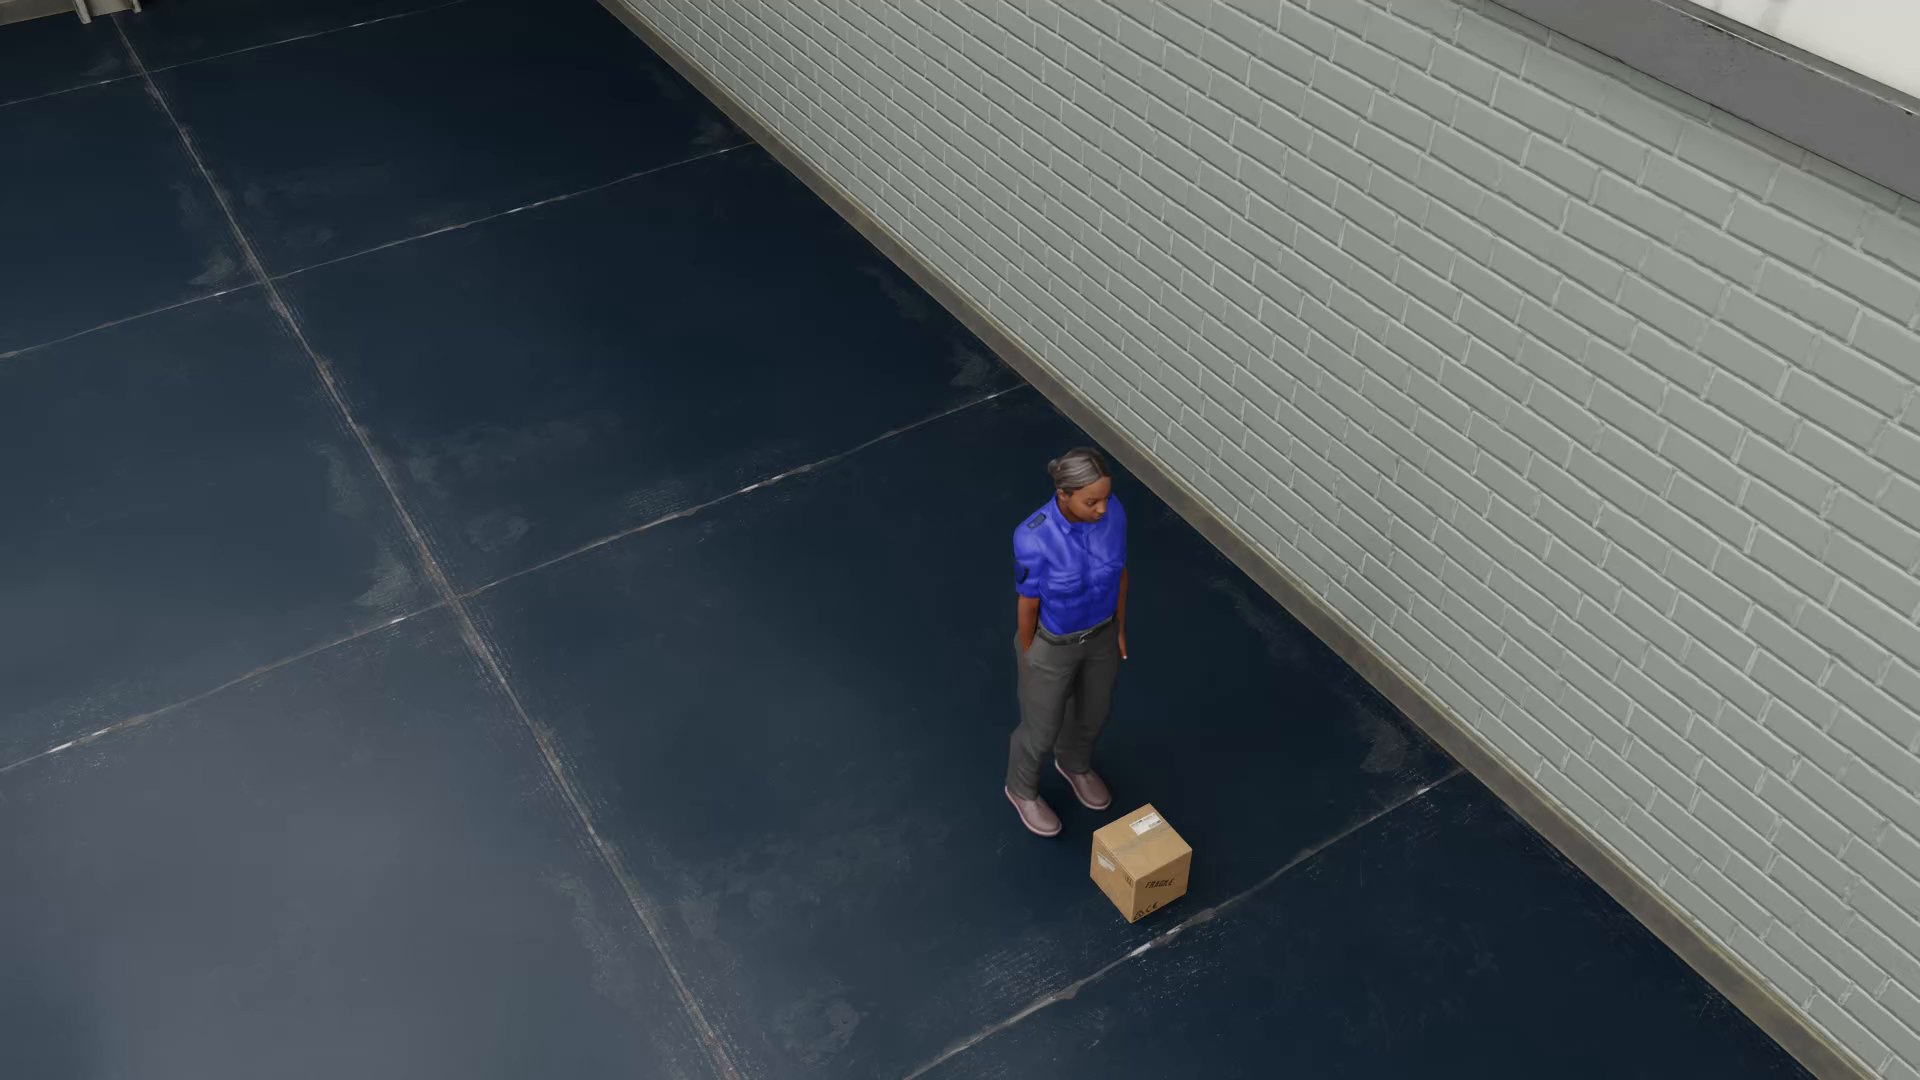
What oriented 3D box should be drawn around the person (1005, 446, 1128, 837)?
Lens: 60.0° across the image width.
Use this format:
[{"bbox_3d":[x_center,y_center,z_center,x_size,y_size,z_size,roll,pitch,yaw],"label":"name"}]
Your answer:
[{"bbox_3d":[0.391,0.350,5.766,0.438,1.658,0.305,-22,45,-23],"label":"person"}]
